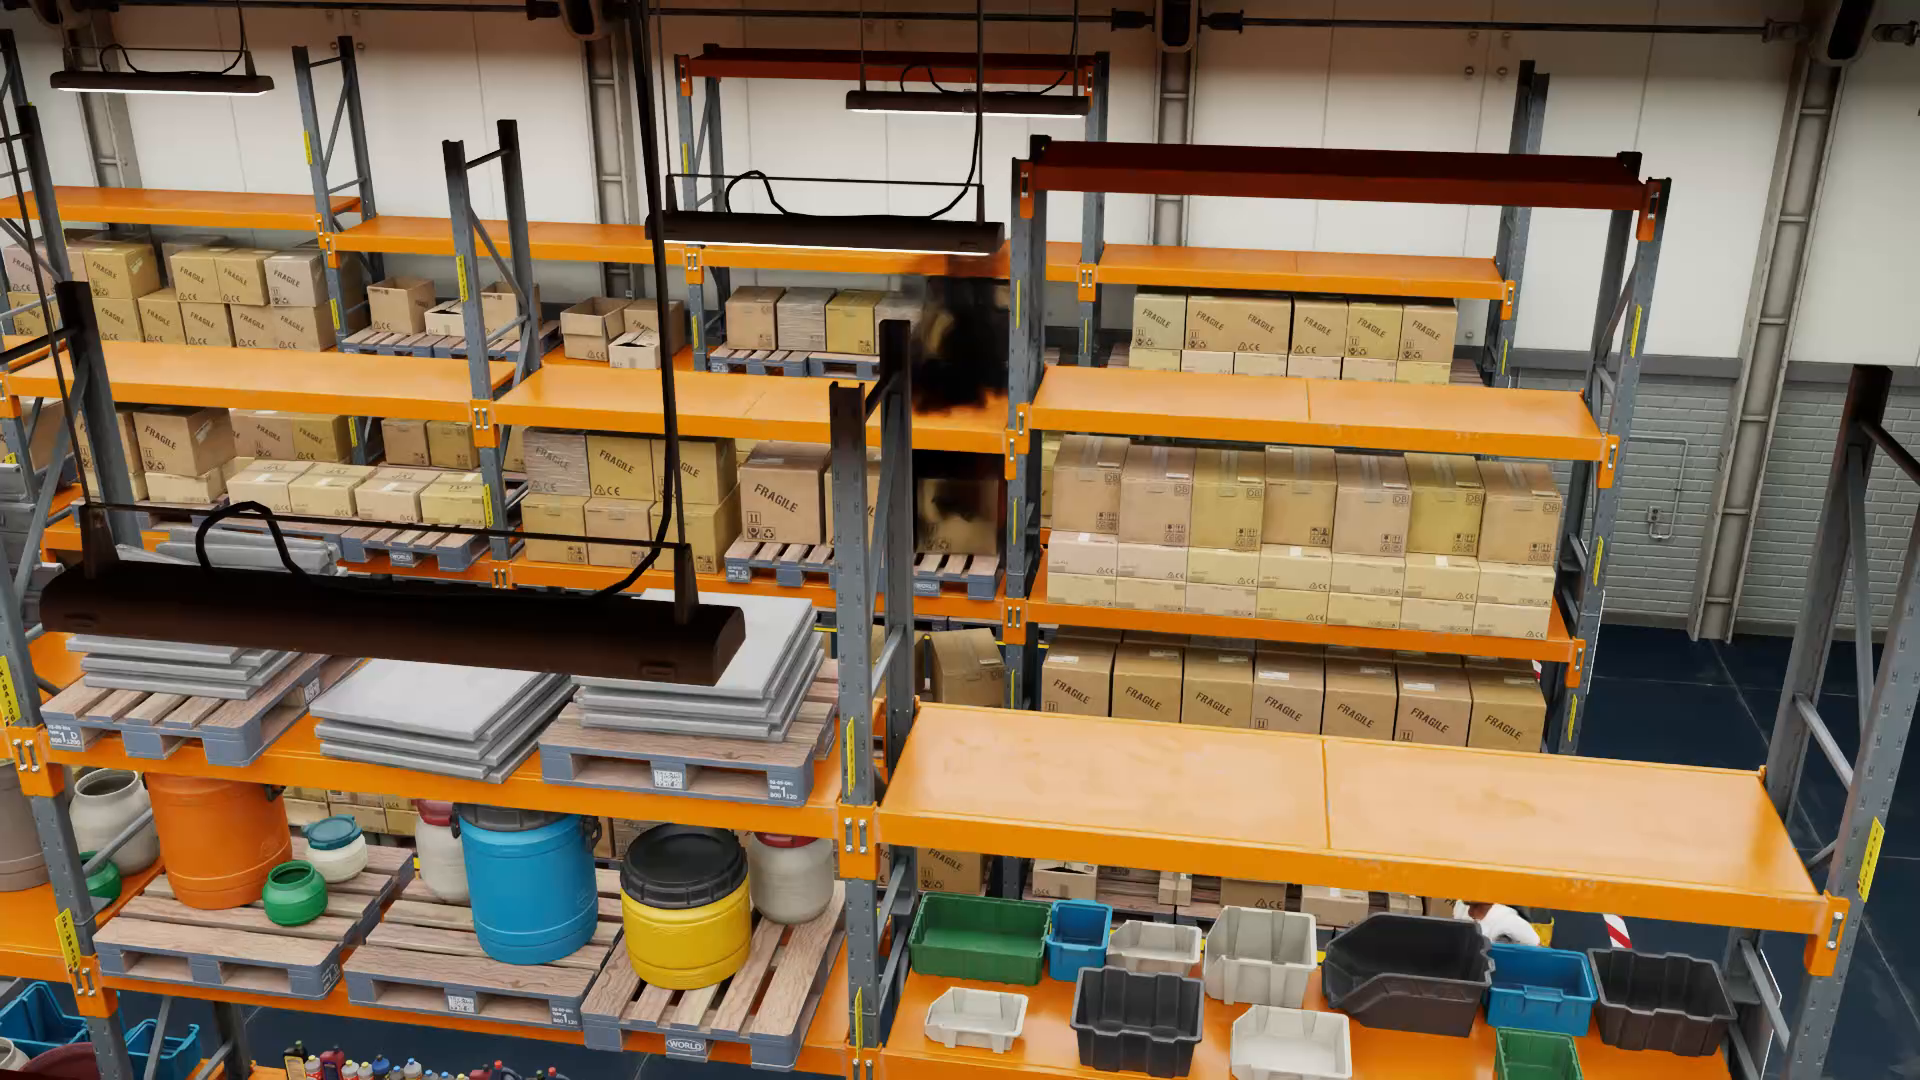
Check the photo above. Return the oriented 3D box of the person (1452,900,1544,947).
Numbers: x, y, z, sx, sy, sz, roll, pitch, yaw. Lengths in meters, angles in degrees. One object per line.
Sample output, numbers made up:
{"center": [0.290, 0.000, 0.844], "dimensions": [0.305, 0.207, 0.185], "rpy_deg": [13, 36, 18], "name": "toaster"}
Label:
{"center": [3.508, 2.929, 11.163], "dimensions": [0.908, 1.687, 0.757], "rpy_deg": [-5, 24, -13], "name": "person"}
